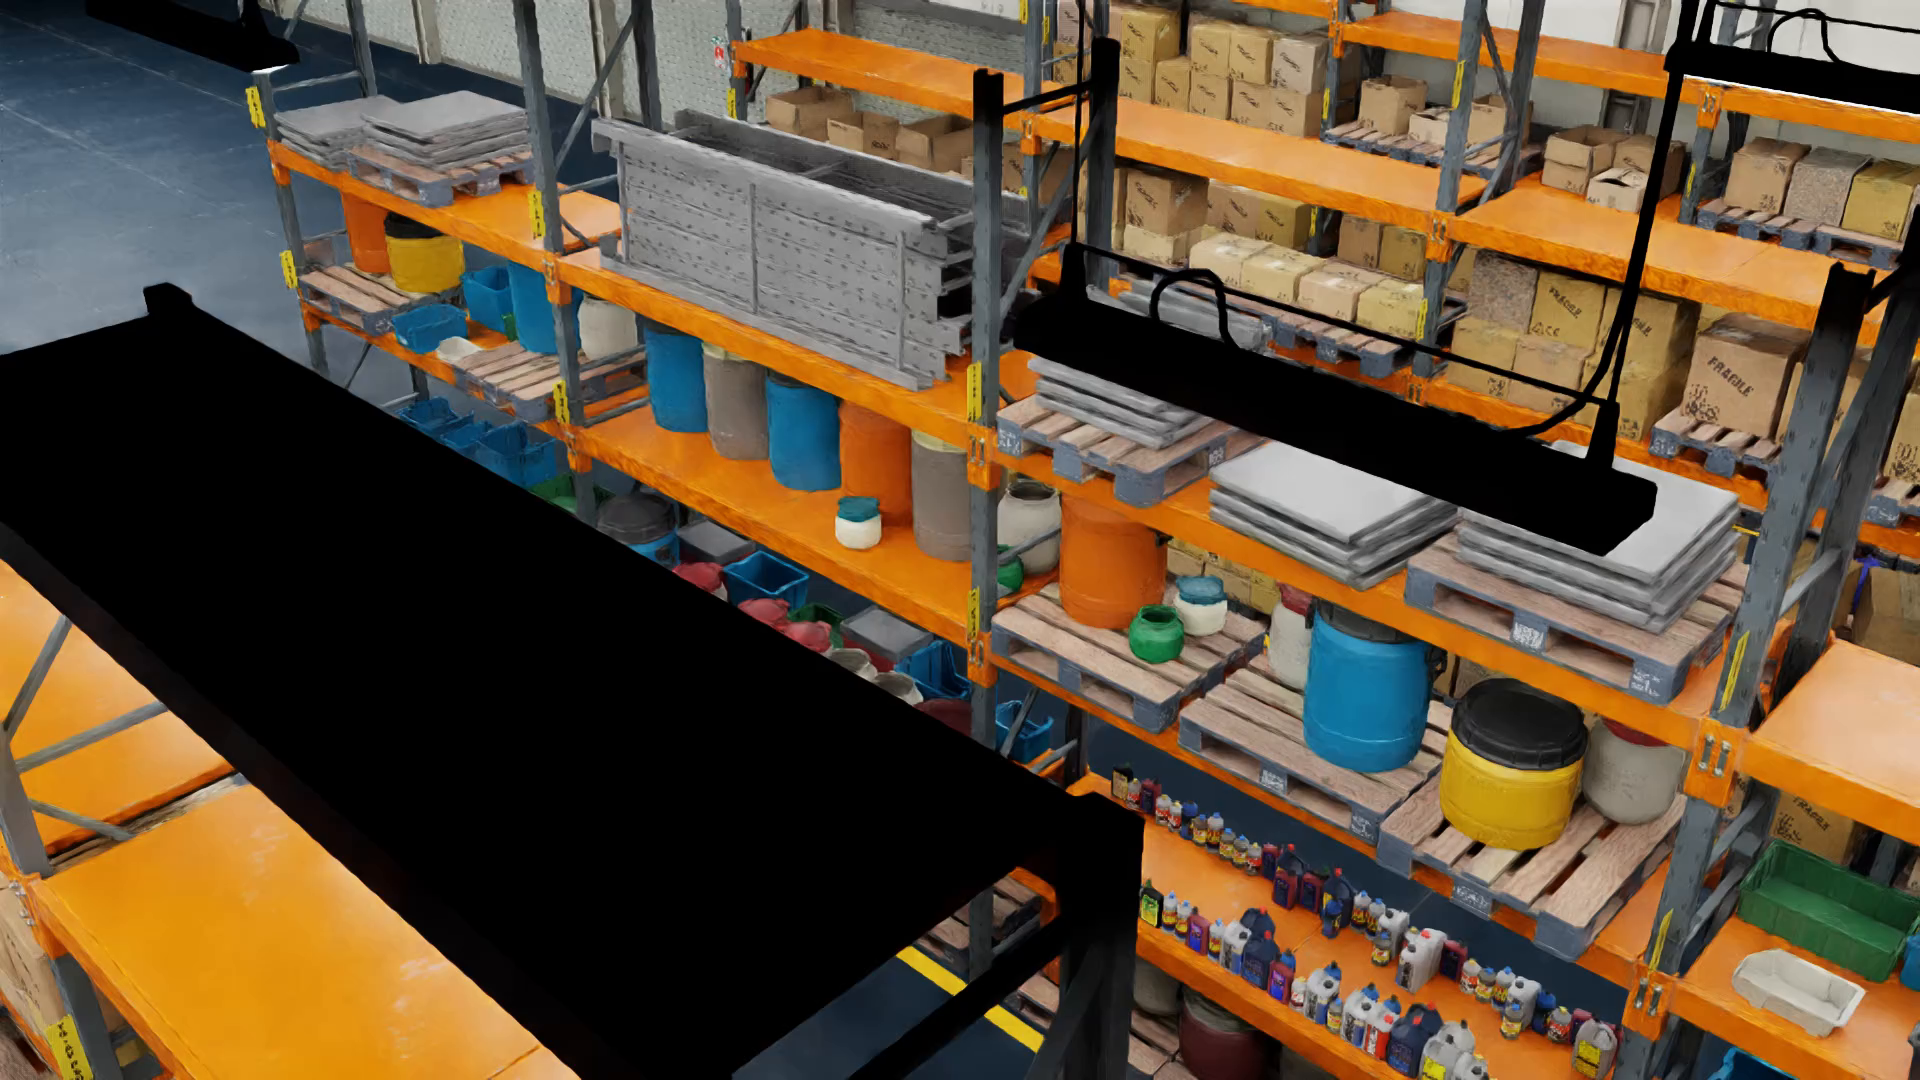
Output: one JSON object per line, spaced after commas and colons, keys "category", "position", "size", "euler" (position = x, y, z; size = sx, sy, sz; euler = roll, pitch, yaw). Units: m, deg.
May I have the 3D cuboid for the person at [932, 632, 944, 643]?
{"category": "person", "position": [-0.378, 0.308, 14.137], "size": [0.519, 1.539, 0.566], "euler": [23, 36, 34]}

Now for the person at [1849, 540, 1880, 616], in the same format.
{"category": "person", "position": [7.185, 0.650, 13.460], "size": [1.091, 1.560, 0.439], "euler": [23, 37, 35]}
